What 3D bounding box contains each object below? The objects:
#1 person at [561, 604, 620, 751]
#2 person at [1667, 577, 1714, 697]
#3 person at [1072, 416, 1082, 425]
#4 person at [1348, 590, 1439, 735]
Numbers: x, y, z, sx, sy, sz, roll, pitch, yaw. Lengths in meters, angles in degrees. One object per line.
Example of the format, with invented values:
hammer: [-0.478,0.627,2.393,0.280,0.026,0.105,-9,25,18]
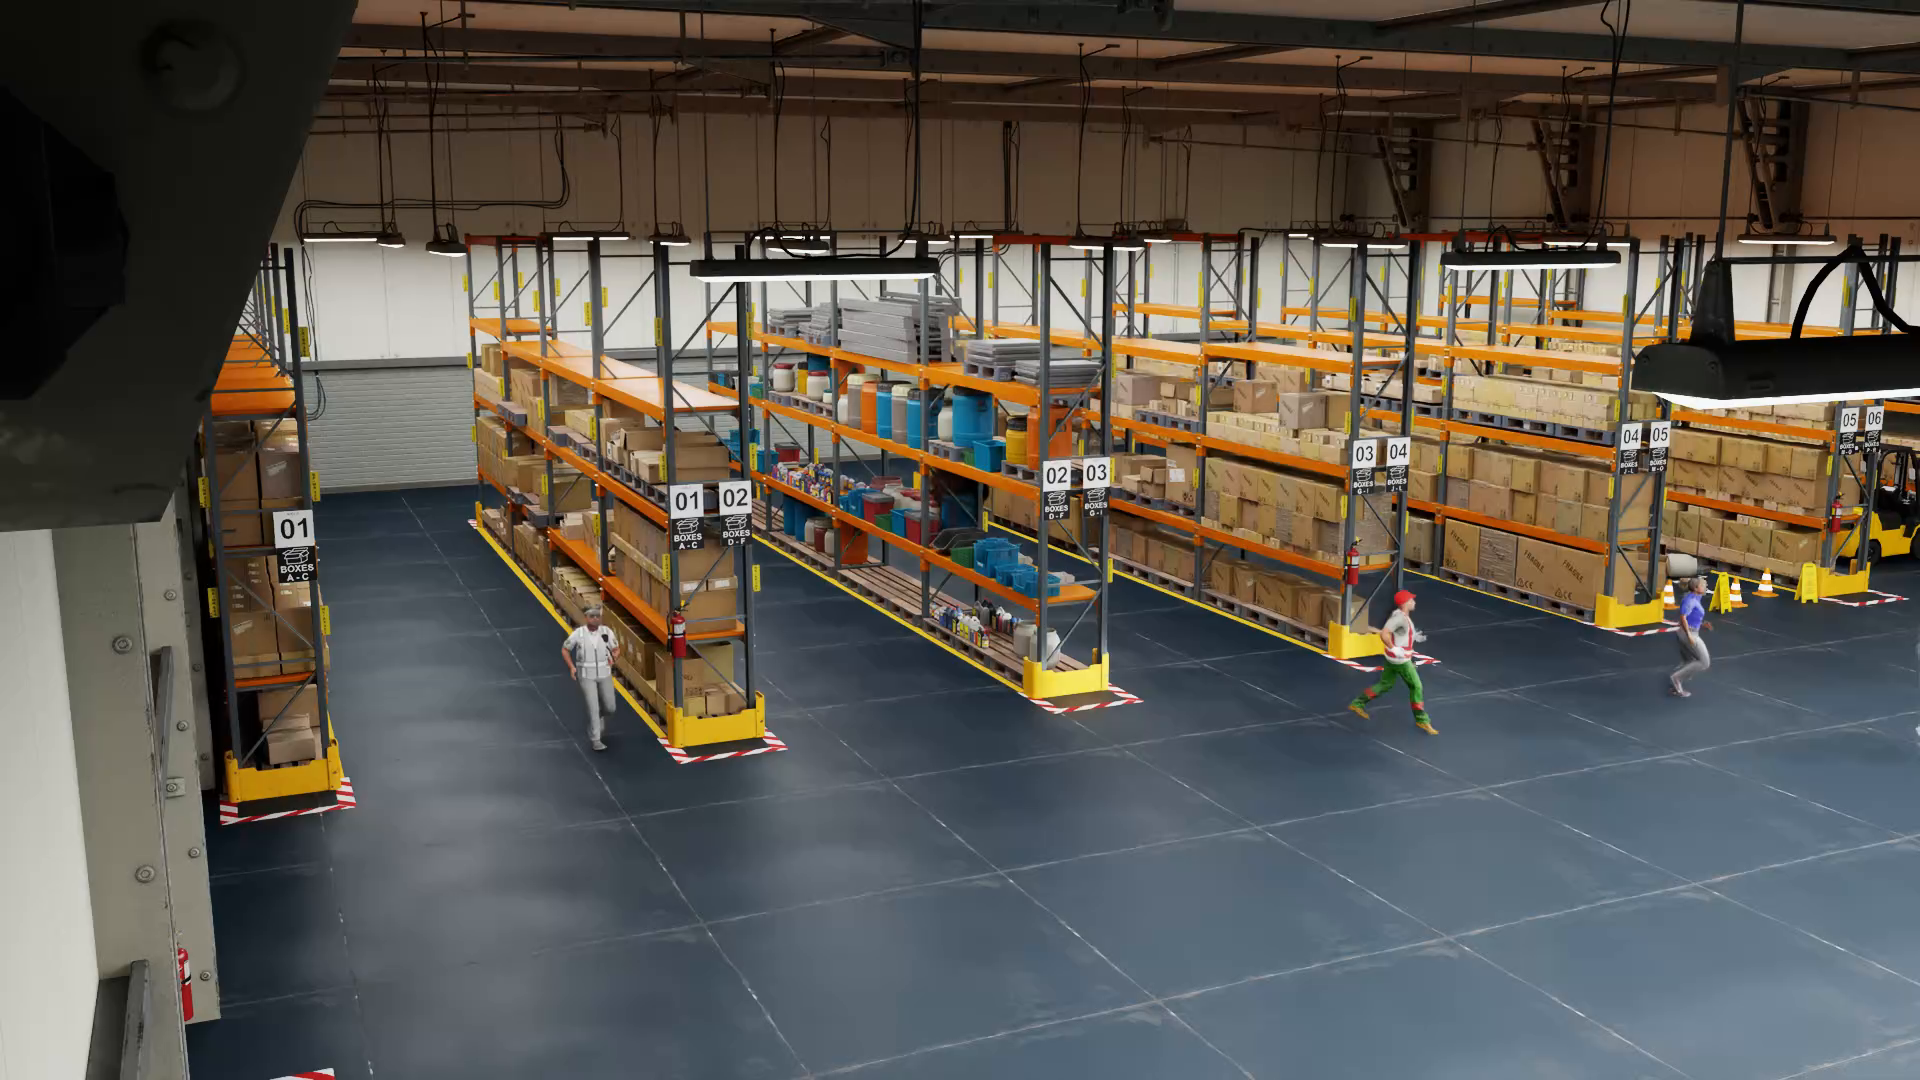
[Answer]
person: [-4.440,1.620,20.175,0.689,1.721,0.801,-5,12,-26]
person: [9.786,1.297,22.207,0.544,1.624,0.587,2,11,11]
person: [2.618,-2.358,40.626,0.767,1.787,0.935,8,14,36]
person: [5.422,1.506,20.716,1.101,1.815,0.621,1,11,3]
